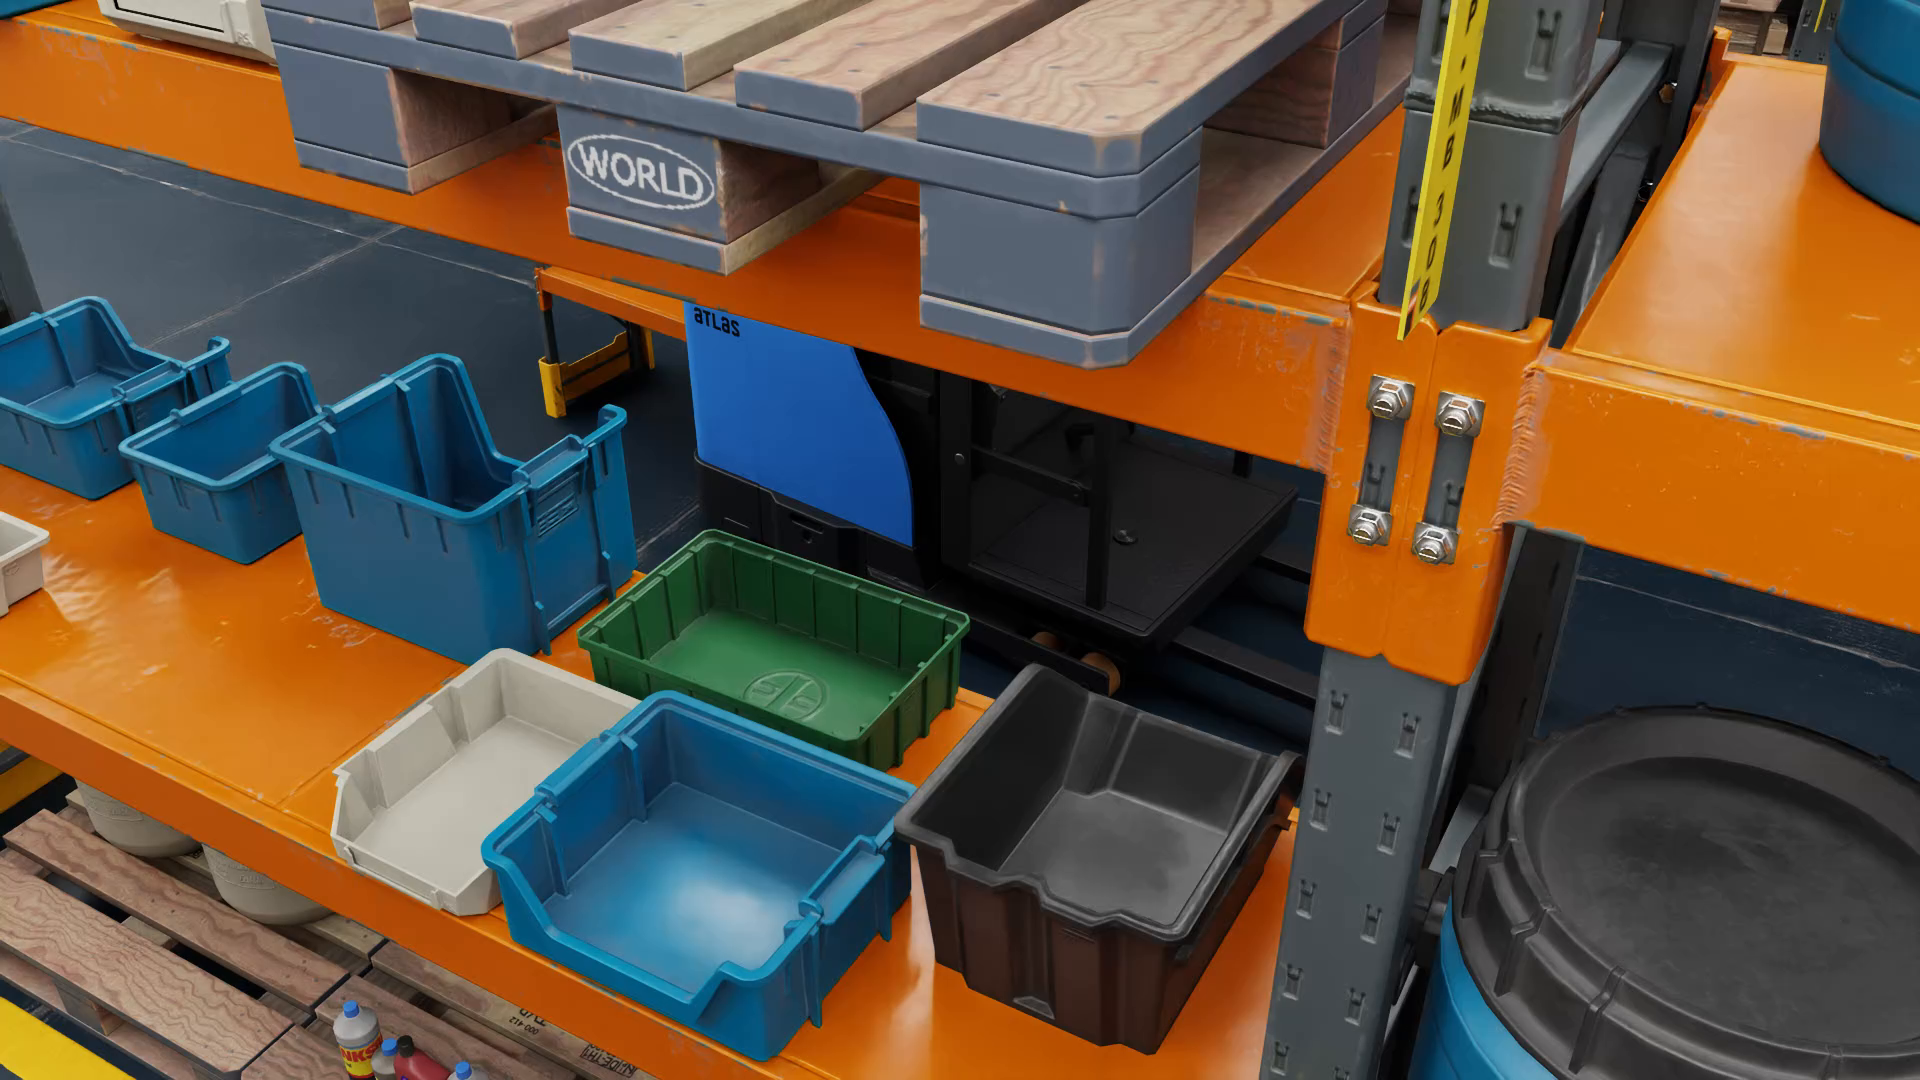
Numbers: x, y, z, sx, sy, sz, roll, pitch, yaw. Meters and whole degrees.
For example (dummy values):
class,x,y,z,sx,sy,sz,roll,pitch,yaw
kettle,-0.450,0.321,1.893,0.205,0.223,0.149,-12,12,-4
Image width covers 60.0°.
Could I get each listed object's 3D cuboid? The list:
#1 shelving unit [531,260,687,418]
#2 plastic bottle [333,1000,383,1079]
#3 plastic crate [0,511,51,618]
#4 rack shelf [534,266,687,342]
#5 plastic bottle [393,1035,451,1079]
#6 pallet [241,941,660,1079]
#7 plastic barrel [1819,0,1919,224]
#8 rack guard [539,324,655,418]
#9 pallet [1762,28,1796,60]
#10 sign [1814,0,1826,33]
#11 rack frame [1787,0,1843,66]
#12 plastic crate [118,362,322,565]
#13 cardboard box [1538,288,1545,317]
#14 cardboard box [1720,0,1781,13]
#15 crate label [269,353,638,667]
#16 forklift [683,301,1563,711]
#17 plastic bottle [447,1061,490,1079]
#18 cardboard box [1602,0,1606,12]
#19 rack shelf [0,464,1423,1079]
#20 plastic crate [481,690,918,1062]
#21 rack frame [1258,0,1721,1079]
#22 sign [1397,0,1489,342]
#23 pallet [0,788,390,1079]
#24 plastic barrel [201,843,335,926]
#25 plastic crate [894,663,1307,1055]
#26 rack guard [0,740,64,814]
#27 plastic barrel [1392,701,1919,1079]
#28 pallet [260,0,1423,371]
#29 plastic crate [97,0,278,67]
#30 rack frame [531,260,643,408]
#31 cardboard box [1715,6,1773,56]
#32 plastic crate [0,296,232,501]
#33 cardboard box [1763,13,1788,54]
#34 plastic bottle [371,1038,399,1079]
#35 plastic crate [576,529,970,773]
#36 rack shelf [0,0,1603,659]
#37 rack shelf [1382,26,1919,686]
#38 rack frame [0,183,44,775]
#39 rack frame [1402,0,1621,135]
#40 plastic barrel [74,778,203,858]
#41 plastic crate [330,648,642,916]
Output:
class,x,y,z,sx,sy,sz,roll,pitch,yaw
shelving unit,-1.152,-1.119,6.577,1.083,1.500,0.587,22,39,29
plastic bottle,-1.385,1.170,3.851,0.097,0.271,0.097,0,34,0
plastic crate,-2.187,0.080,3.662,0.250,0.136,0.298,18,37,24
rack shelf,-1.159,-0.972,6.681,1.000,0.185,0.538,22,39,29
plastic bottle,-1.198,1.236,3.741,0.133,0.283,0.061,18,38,25
pallet,-0.958,1.290,4.122,1.213,0.211,1.003,18,37,24
plastic barrel,1.217,-0.753,1.515,0.708,0.901,0.600,18,37,24
rack guard,-1.556,-0.760,7.165,0.087,0.250,0.587,22,39,29
pallet,4.983,-3.105,10.723,1.213,0.211,1.003,18,37,24
sign,2.855,-1.839,5.453,0.005,0.325,0.100,18,37,24
rack frame,3.129,-1.713,6.117,0.127,3.000,1.000,18,37,24
plastic crate,-1.661,-0.194,3.969,0.408,0.251,0.499,18,37,24
cardboard box,2.190,-1.221,6.803,0.500,0.500,0.500,18,37,24
cardboard box,2.787,-1.997,5.867,0.250,0.149,0.380,18,37,24
crate label,-1.072,-0.070,3.616,0.616,0.435,0.502,18,37,24
forklift,0.505,-1.018,5.134,3.031,2.935,1.130,22,39,29
plastic bottle,-1.088,1.264,3.709,0.097,0.271,0.097,0,34,0
cardboard box,2.280,-2.016,6.481,0.500,0.500,0.700,17,37,24
rack shelf,-1.068,0.419,3.564,4.000,0.370,1.077,18,37,24
plastic crate,-0.427,0.557,2.841,0.616,0.251,0.499,18,37,24
rack frame,0.668,0.669,2.539,0.127,3.000,1.000,18,37,24
sign,0.386,-0.321,1.312,0.005,0.325,0.100,18,37,24
pallet,-2.013,0.954,4.627,1.213,0.211,1.003,18,37,24
plastic barrel,-1.760,0.712,4.340,0.421,0.512,0.421,0,34,0
plastic crate,0.277,0.490,2.864,0.504,0.338,0.767,18,37,24
rack guard,-2.715,0.608,4.886,0.348,0.500,1.175,18,37,24
plastic barrel,0.853,0.713,2.021,0.708,0.901,0.600,18,37,24
pallet,-0.007,-0.652,1.987,1.003,0.211,1.213,18,37,24
plastic crate,-0.926,-0.716,2.151,0.396,0.136,0.243,18,37,24
rack frame,-1.572,-1.286,6.828,0.032,1.500,0.500,22,39,29
cardboard box,2.741,-1.874,6.268,0.500,0.500,0.700,17,37,23
plastic crate,-2.222,-0.375,4.242,0.616,0.251,0.499,18,37,24
cardboard box,5.105,-3.235,10.561,0.250,0.166,0.380,13,36,18
plastic bottle,-1.295,1.228,3.828,0.097,0.201,0.097,0,34,0
plastic crate,-0.370,0.248,3.362,0.662,0.188,0.450,18,37,24
rack shelf,-1.068,-0.830,2.733,4.000,0.370,1.077,18,37,24
rack shelf,2.405,0.270,1.081,4.000,0.370,1.077,18,37,24
rack frame,-2.805,-0.431,4.191,0.127,3.000,1.000,18,37,24
rack frame,0.668,-1.828,0.876,0.127,3.000,1.000,18,37,24
plastic barrel,-2.195,0.574,4.547,0.421,0.512,0.421,0,34,0
plastic crate,-0.867,0.454,3.099,0.437,0.136,0.530,18,37,24
